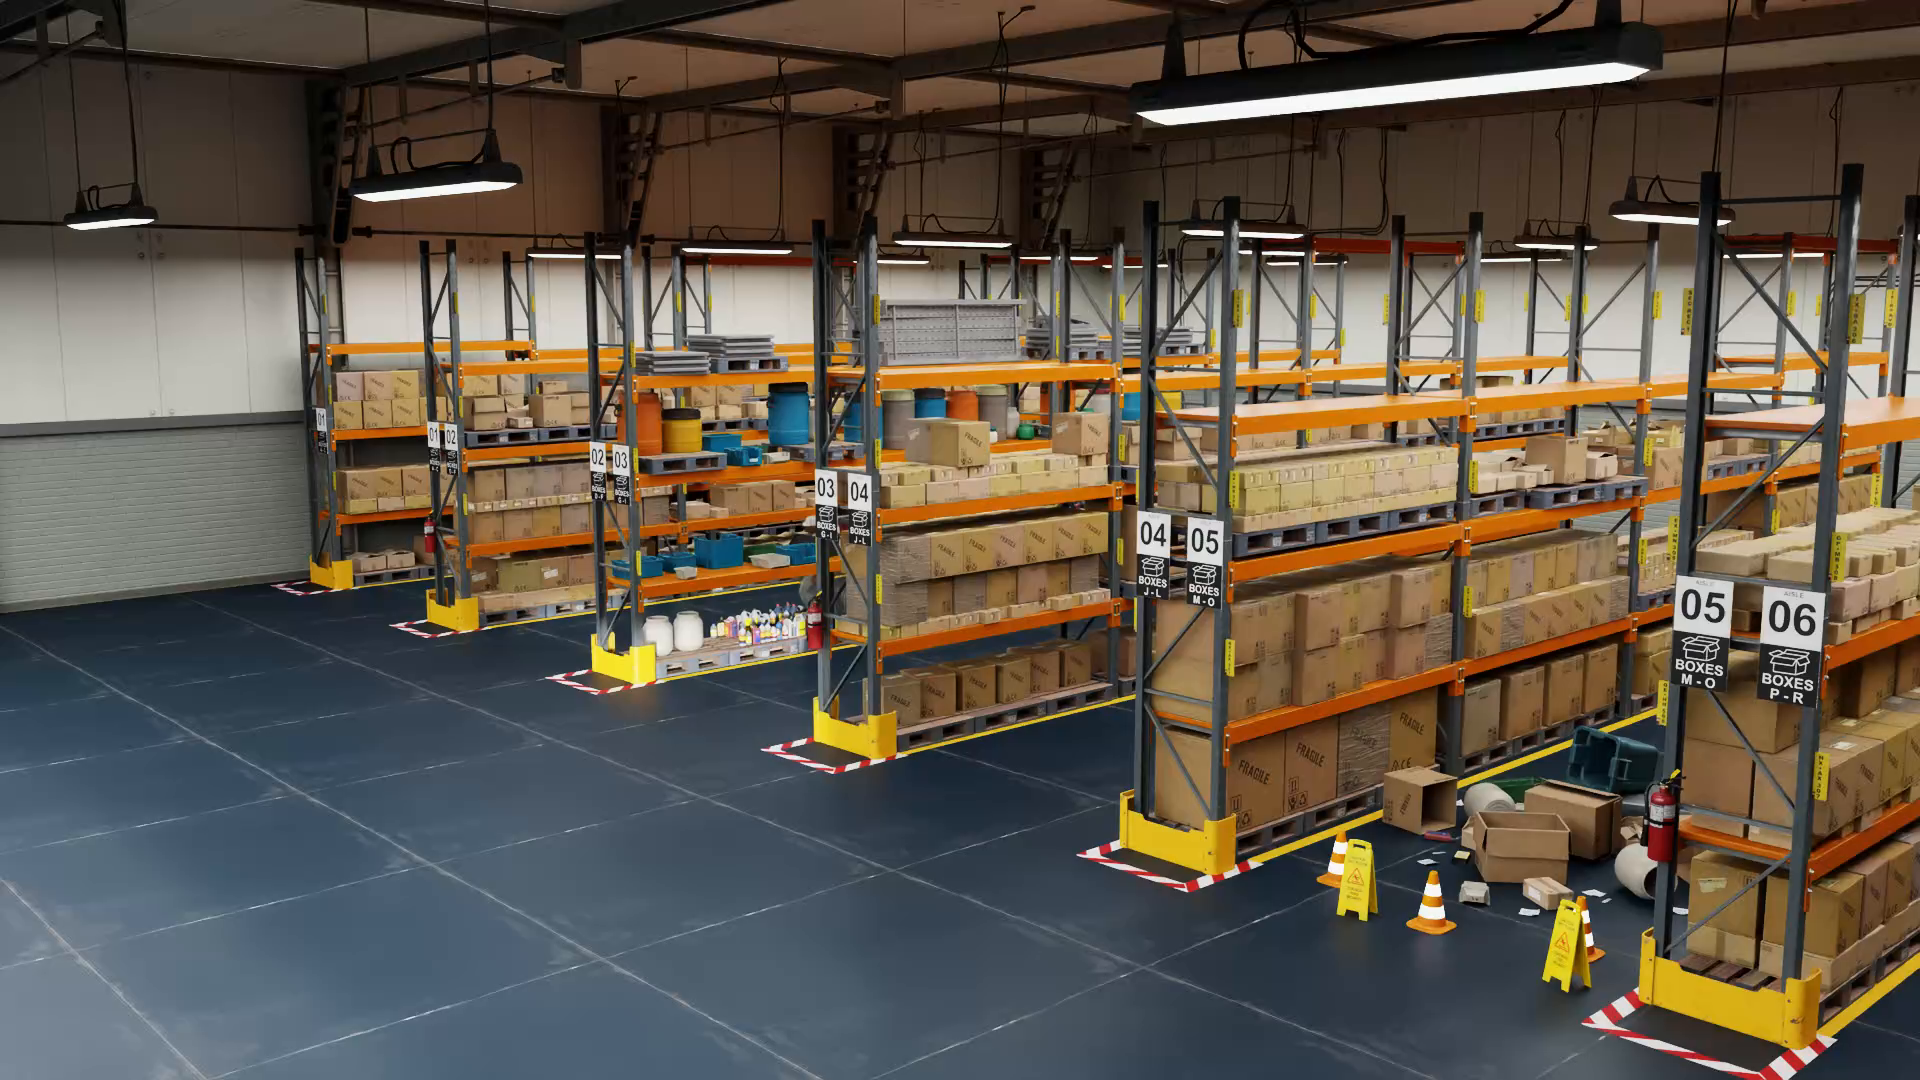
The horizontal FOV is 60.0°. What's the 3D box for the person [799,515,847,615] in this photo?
[{"bbox_3d":[-2.145,0.430,26.610,0.705,1.697,0.823,3,9,18],"label":"person"}]
